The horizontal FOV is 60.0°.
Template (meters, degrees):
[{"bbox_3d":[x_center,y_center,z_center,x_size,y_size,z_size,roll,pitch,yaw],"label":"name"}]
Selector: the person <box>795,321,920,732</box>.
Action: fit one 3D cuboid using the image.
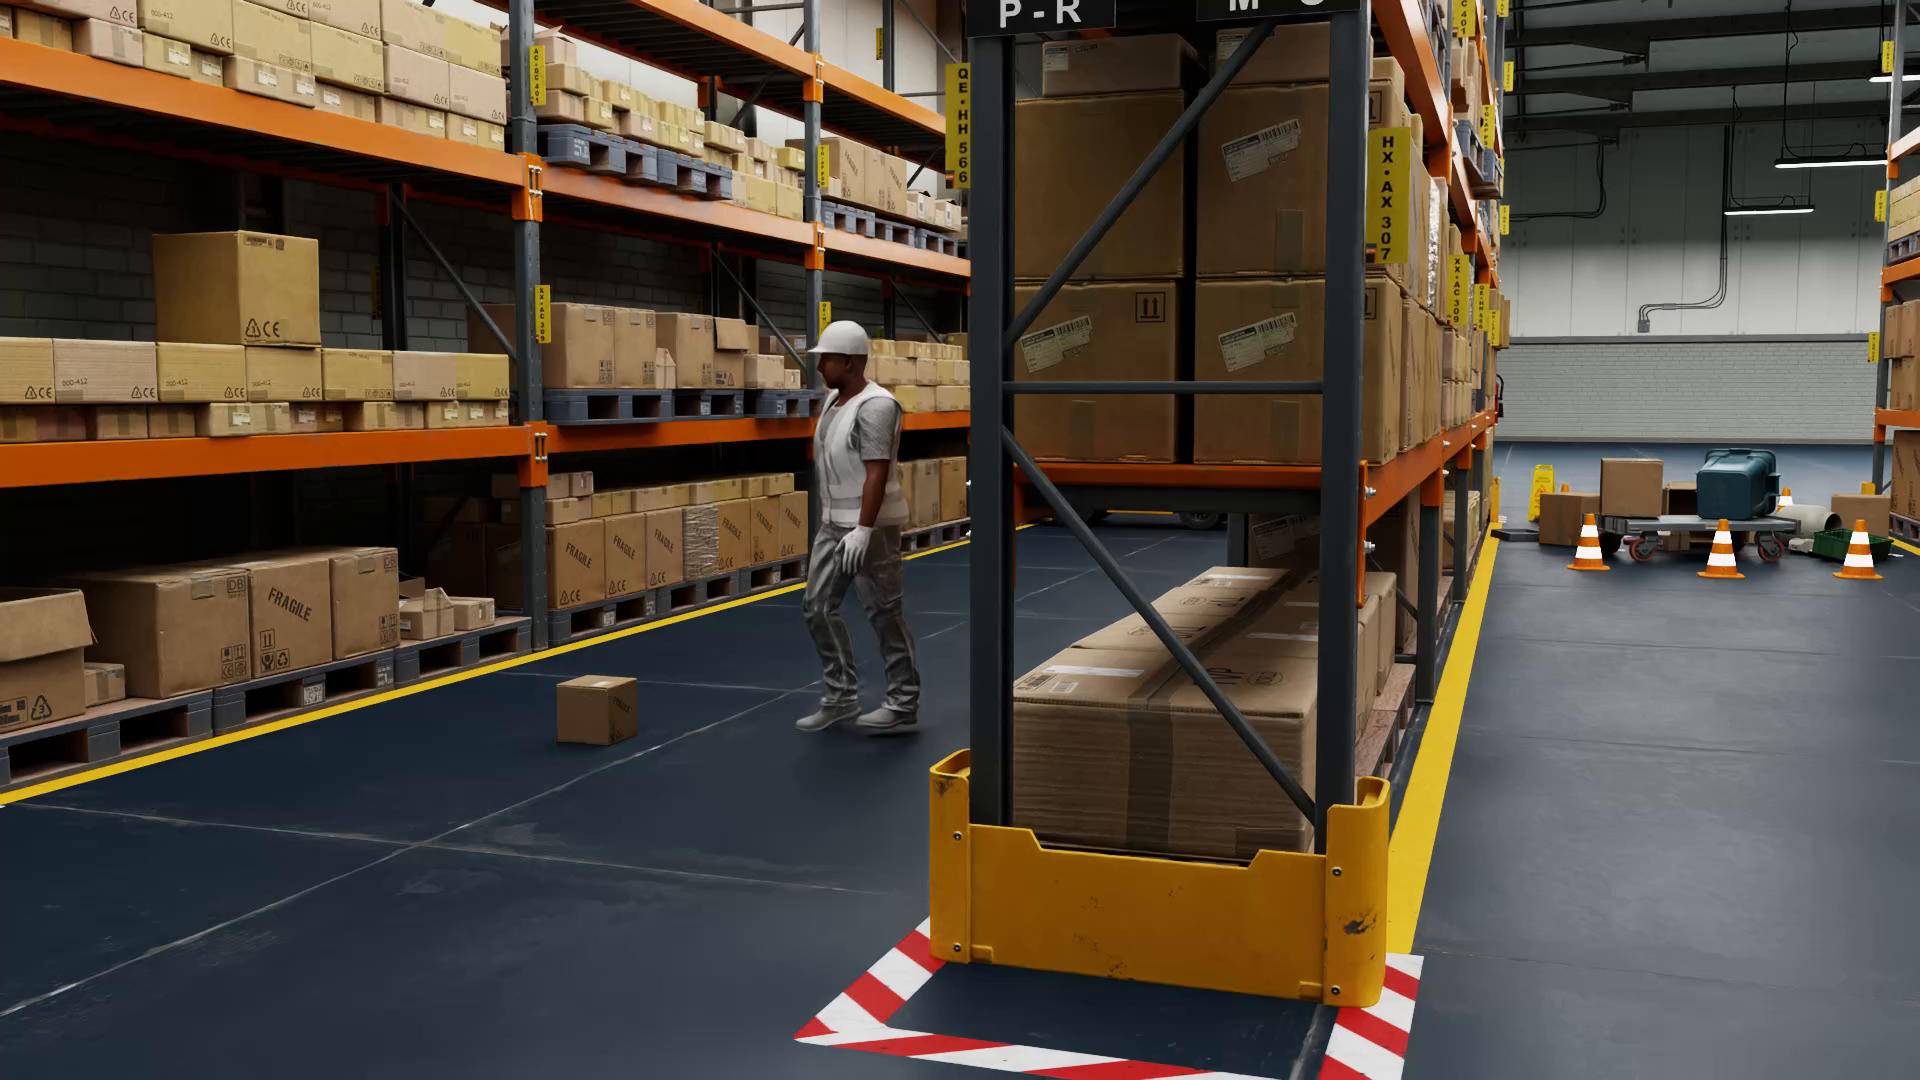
[{"bbox_3d":[-0.422,-0.038,7.206,0.496,1.803,0.582,-3,6,-32],"label":"person"}]
